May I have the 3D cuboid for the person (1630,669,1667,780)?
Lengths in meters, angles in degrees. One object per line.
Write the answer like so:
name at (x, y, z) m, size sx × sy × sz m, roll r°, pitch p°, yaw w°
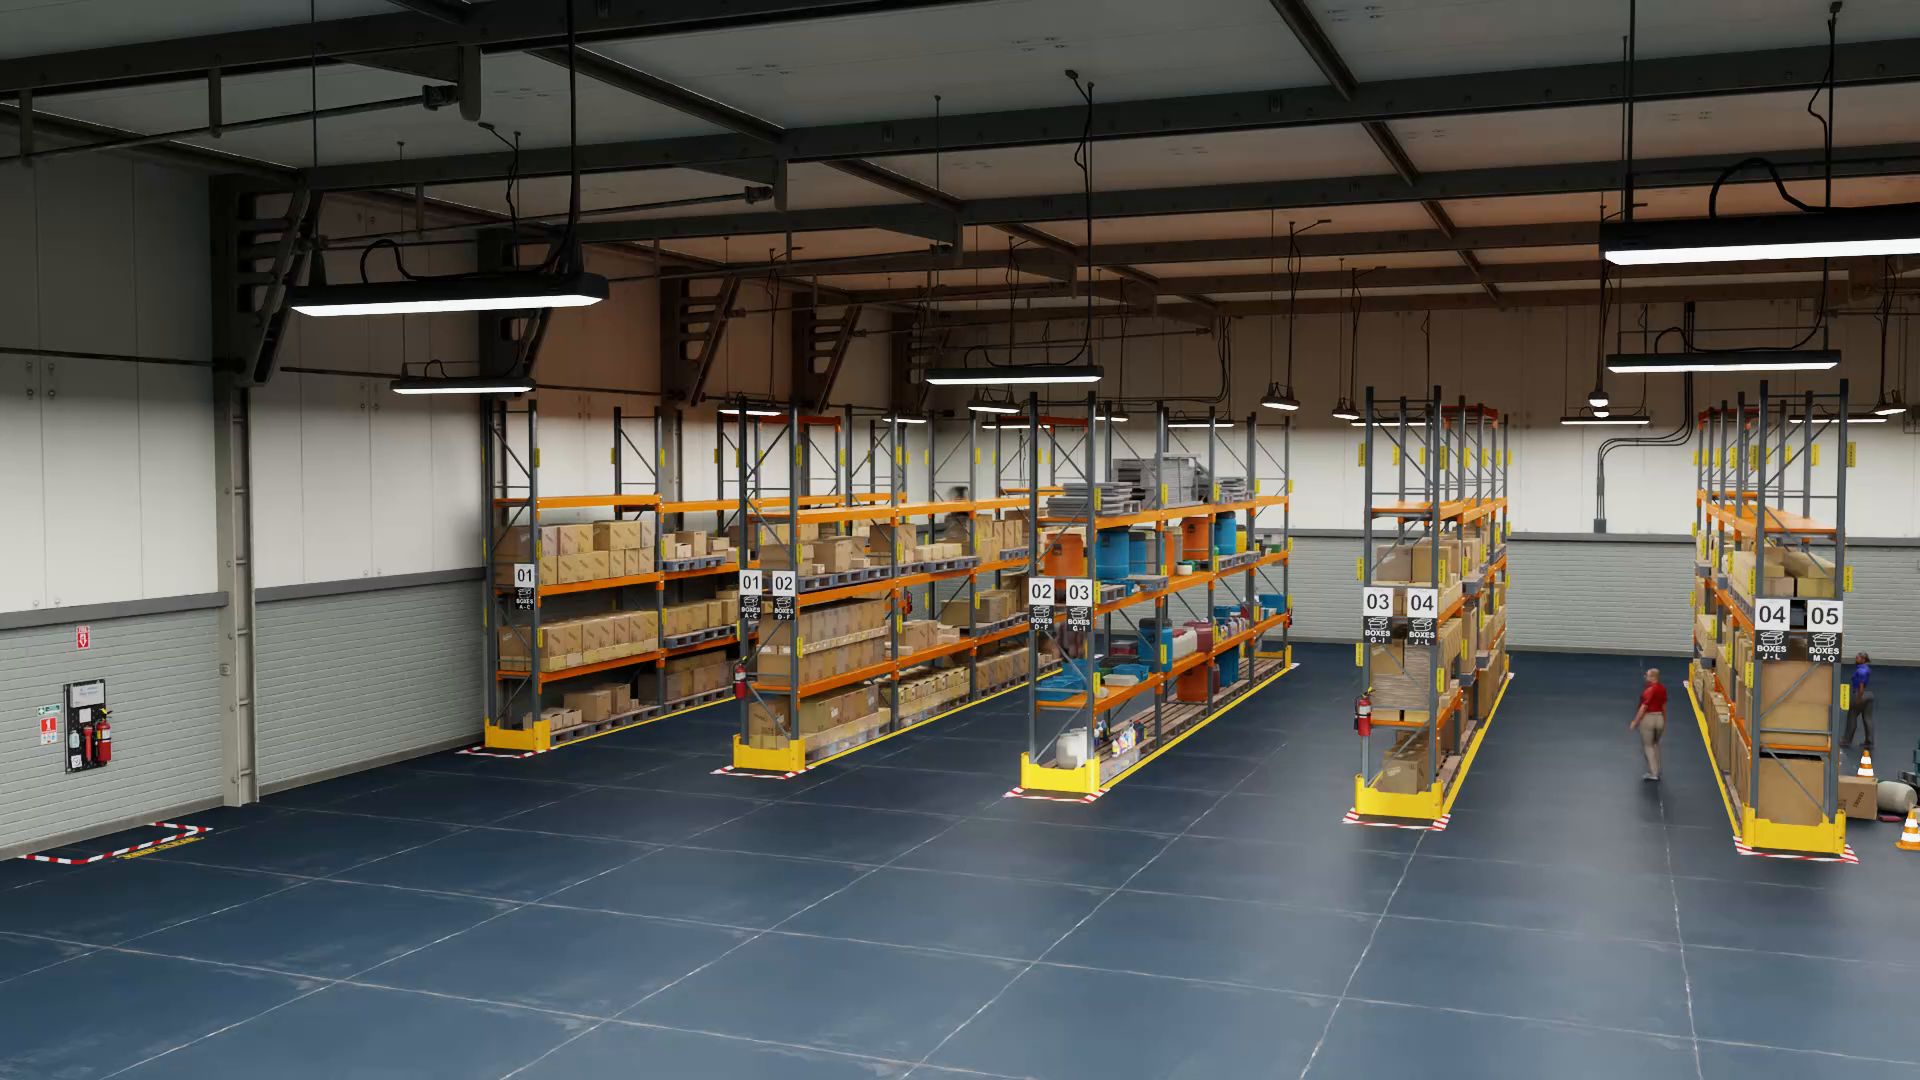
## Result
person at (10.745, 2.897, 25.886) m, size 0.588 × 1.808 × 0.543 m, roll -1°, pitch 3°, yaw -15°

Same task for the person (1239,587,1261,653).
person at (7.442, 2.030, 42.508) m, size 0.547 × 1.720 × 1.060 m, roll 1°, pitch 3°, yaw 23°

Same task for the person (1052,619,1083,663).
person at (2.334, 2.338, 36.158) m, size 0.646 × 1.730 × 1.018 m, roll 1°, pitch 3°, yaw 24°

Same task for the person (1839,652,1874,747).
person at (15.588, 2.761, 28.889) m, size 0.498 × 1.660 × 0.558 m, roll -1°, pitch 3°, yaw -27°
